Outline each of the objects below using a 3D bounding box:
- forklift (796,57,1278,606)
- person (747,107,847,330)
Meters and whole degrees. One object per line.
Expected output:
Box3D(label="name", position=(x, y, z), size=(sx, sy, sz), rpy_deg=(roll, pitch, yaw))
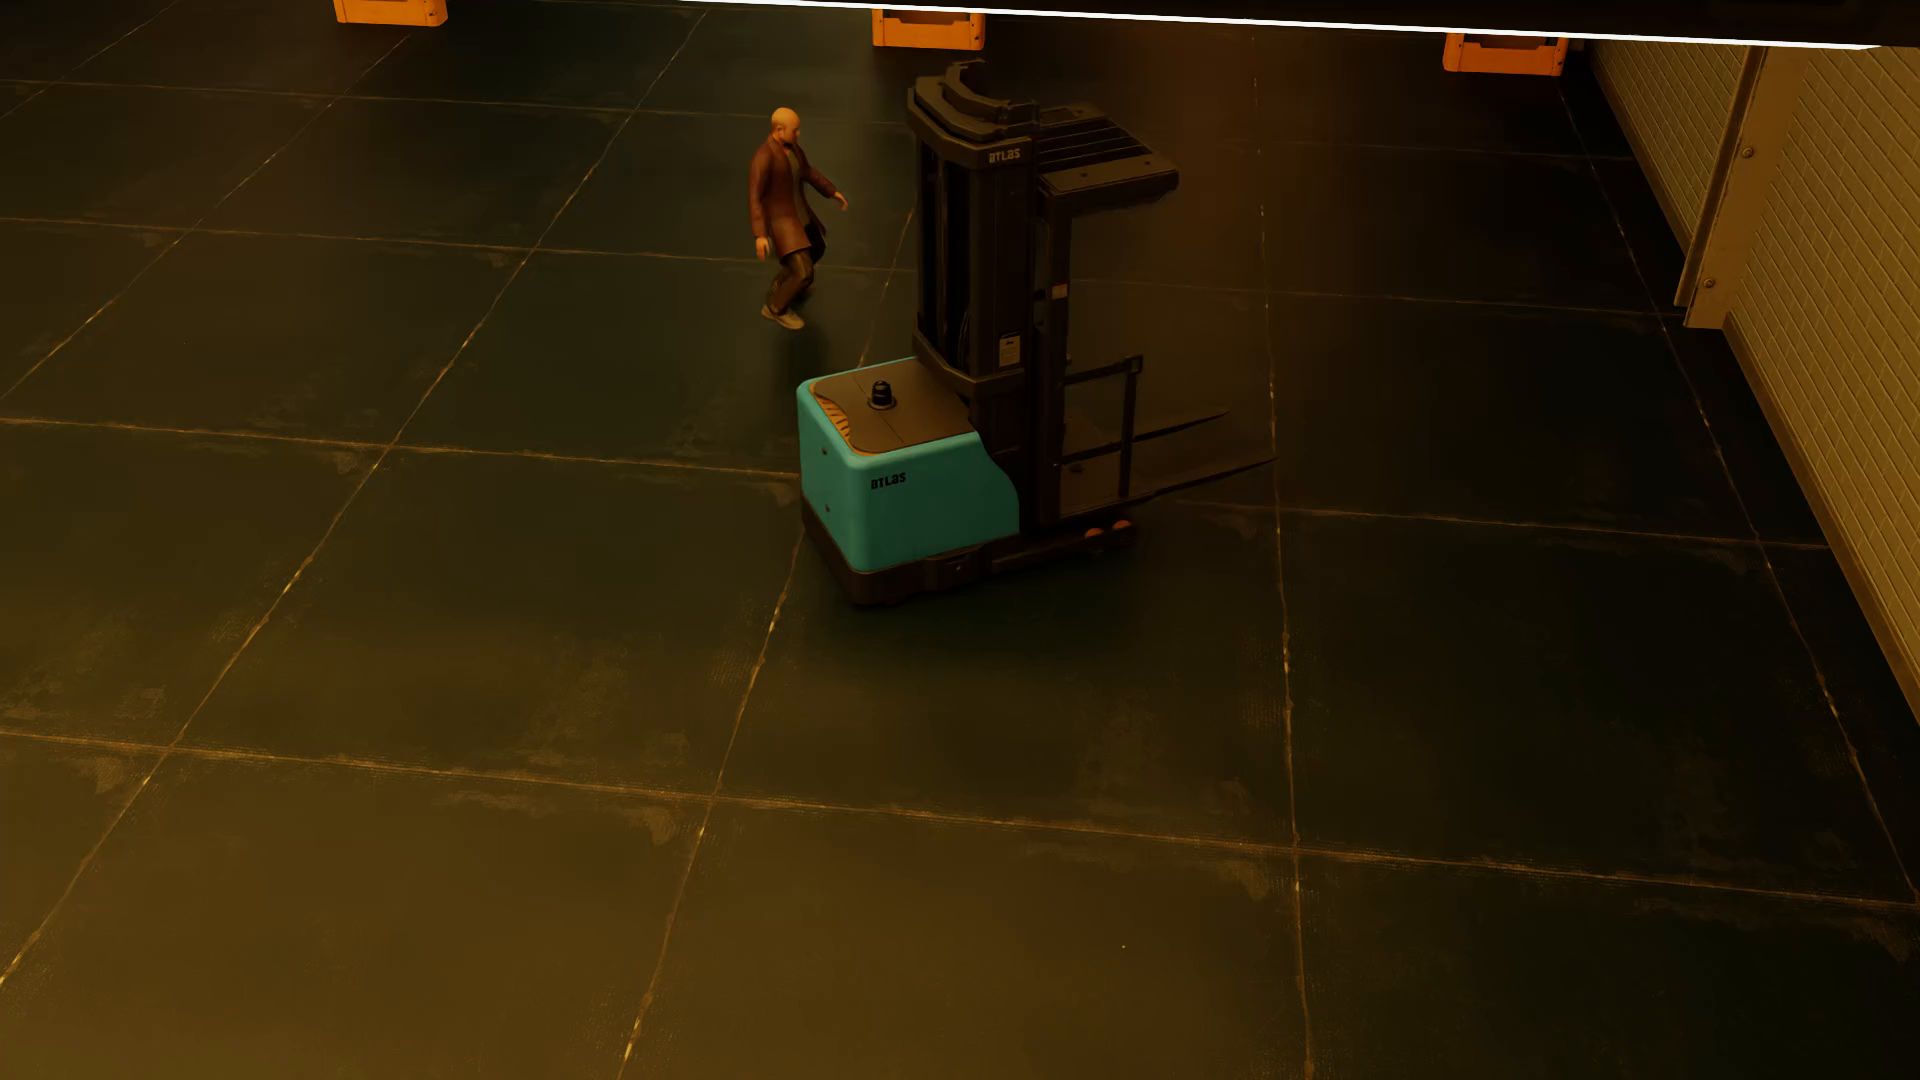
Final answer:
Box3D(label="forklift", position=(0.562, -1.362, 9.877), size=(3.031, 2.935, 1.130), rpy_deg=(-15, 39, -19))
Box3D(label="person", position=(-1.260, -2.407, 12.400), size=(0.666, 1.656, 0.987), rpy_deg=(16, 39, 20))
